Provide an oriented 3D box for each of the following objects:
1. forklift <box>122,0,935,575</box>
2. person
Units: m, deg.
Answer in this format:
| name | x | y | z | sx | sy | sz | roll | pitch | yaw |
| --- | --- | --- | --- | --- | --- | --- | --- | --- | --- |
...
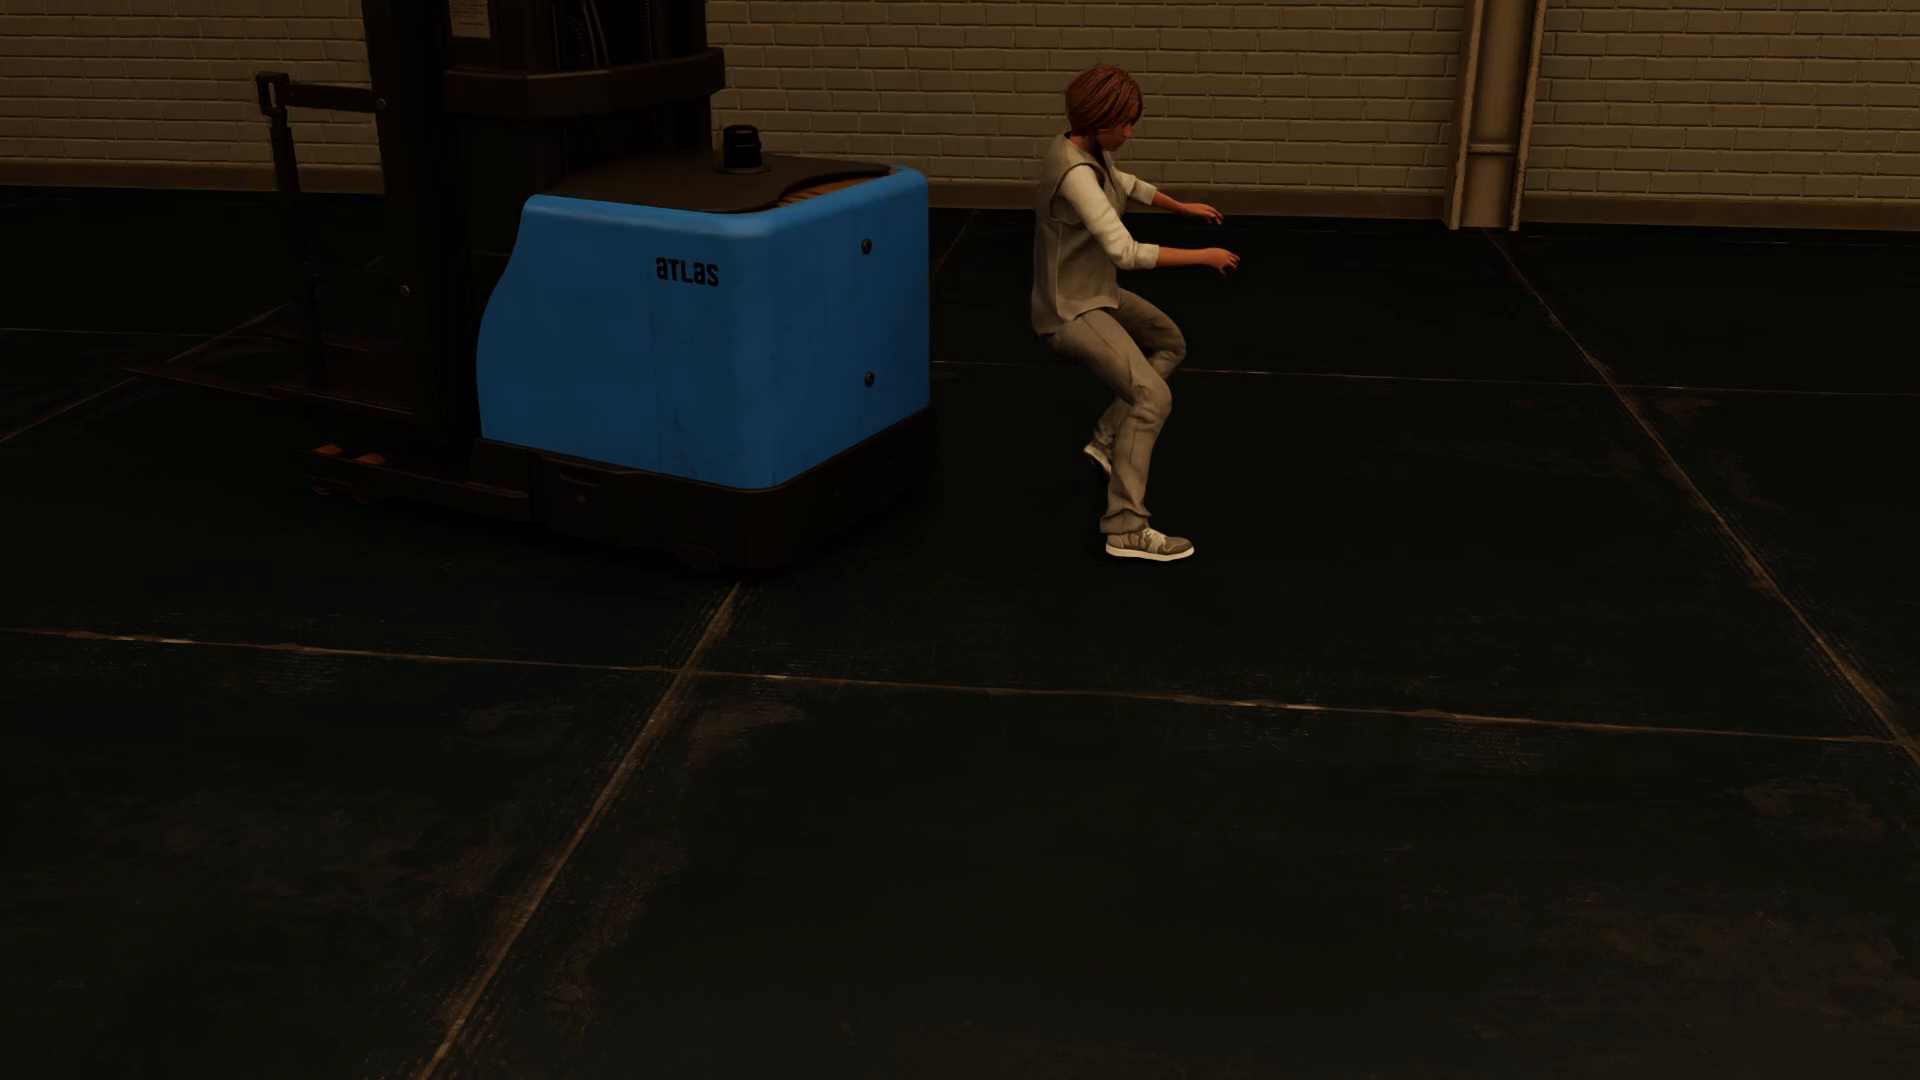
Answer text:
| name | x | y | z | sx | sy | sz | roll | pitch | yaw |
| --- | --- | --- | --- | --- | --- | --- | --- | --- | --- |
| forklift | -1.627 | -1.634 | 5.312 | 3.031 | 2.935 | 1.130 | 11 | 25 | 26 |
| person | 0.536 | -0.744 | 5.134 | 0.642 | 1.401 | 0.832 | 5 | 23 | 13 |
